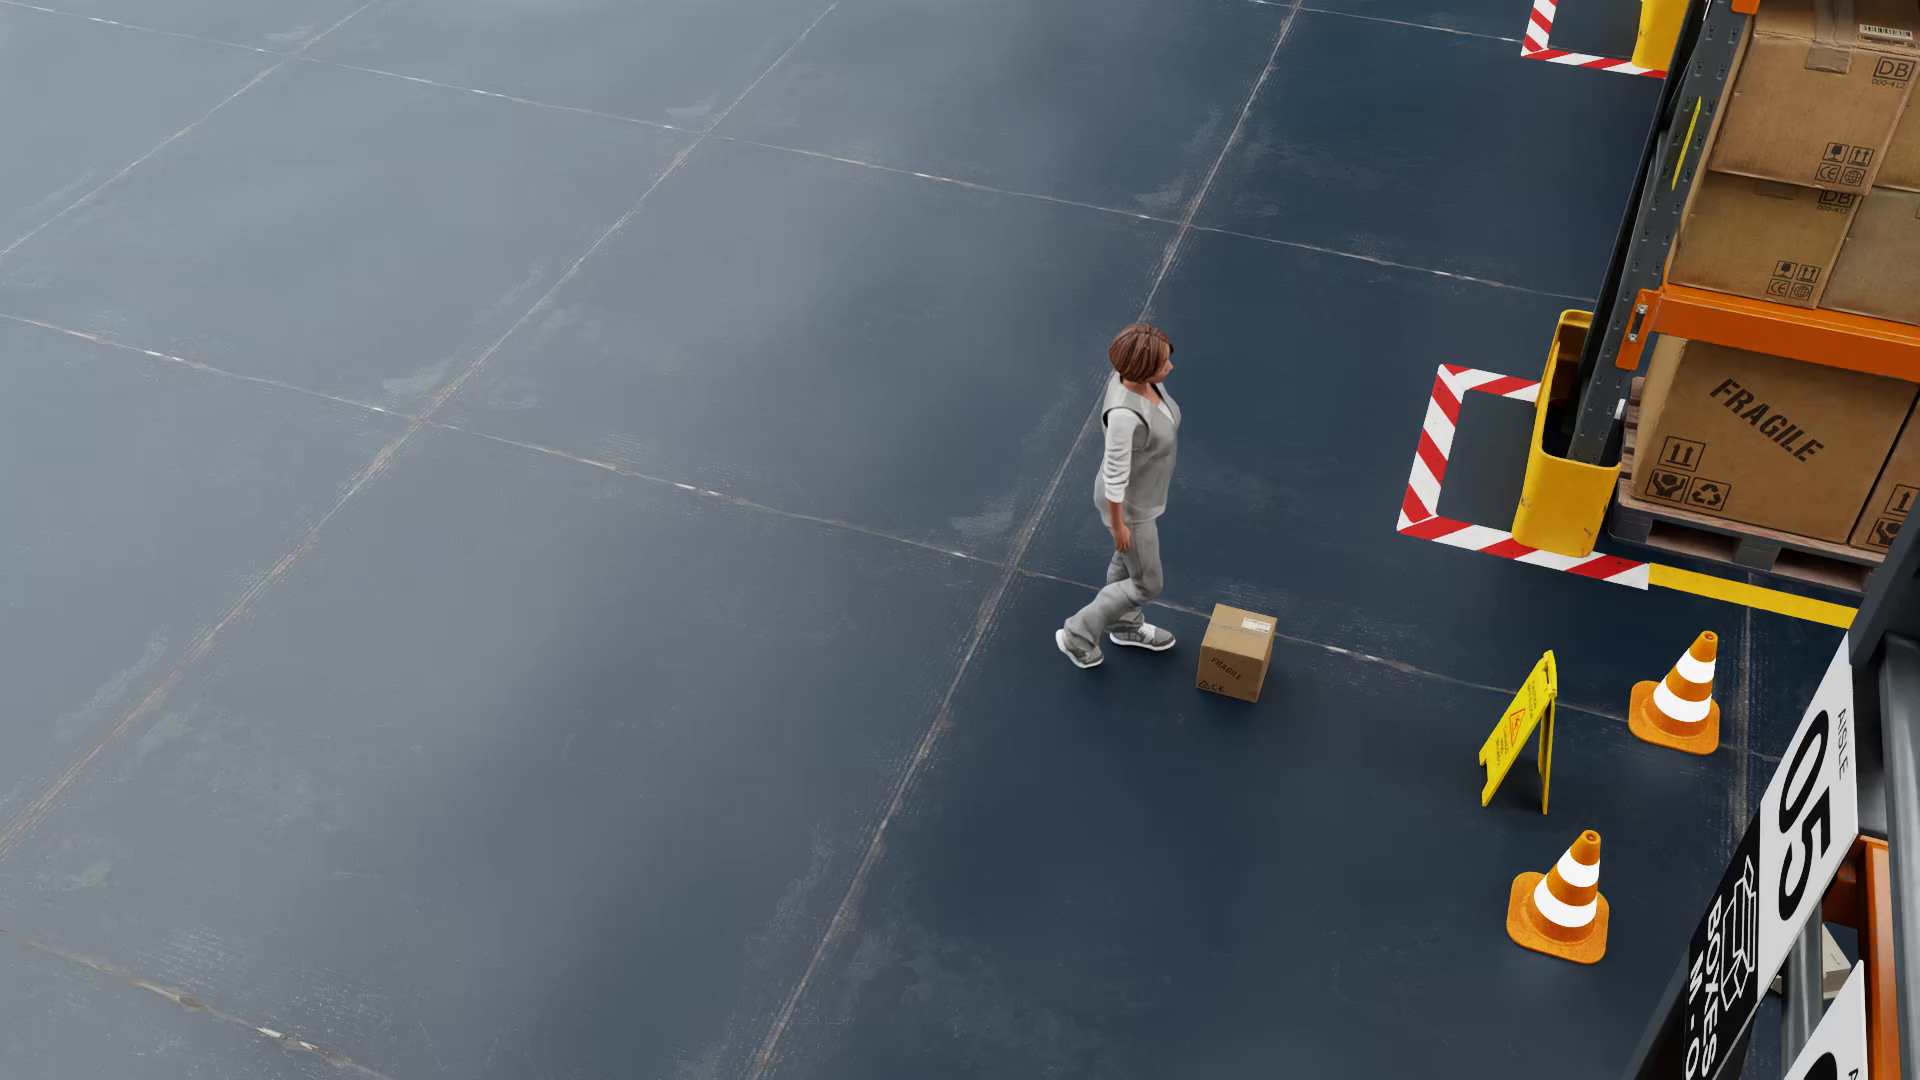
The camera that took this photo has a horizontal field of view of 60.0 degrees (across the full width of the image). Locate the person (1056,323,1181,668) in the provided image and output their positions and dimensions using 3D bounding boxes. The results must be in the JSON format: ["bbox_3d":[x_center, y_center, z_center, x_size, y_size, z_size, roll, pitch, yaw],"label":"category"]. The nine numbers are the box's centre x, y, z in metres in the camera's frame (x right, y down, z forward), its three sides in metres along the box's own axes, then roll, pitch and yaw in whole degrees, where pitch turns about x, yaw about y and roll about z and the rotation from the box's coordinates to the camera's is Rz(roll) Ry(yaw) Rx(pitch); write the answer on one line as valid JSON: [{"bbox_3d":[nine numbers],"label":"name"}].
[{"bbox_3d":[0.651,-0.160,6.336,0.467,1.585,0.444,8,43,9],"label":"person"}]
